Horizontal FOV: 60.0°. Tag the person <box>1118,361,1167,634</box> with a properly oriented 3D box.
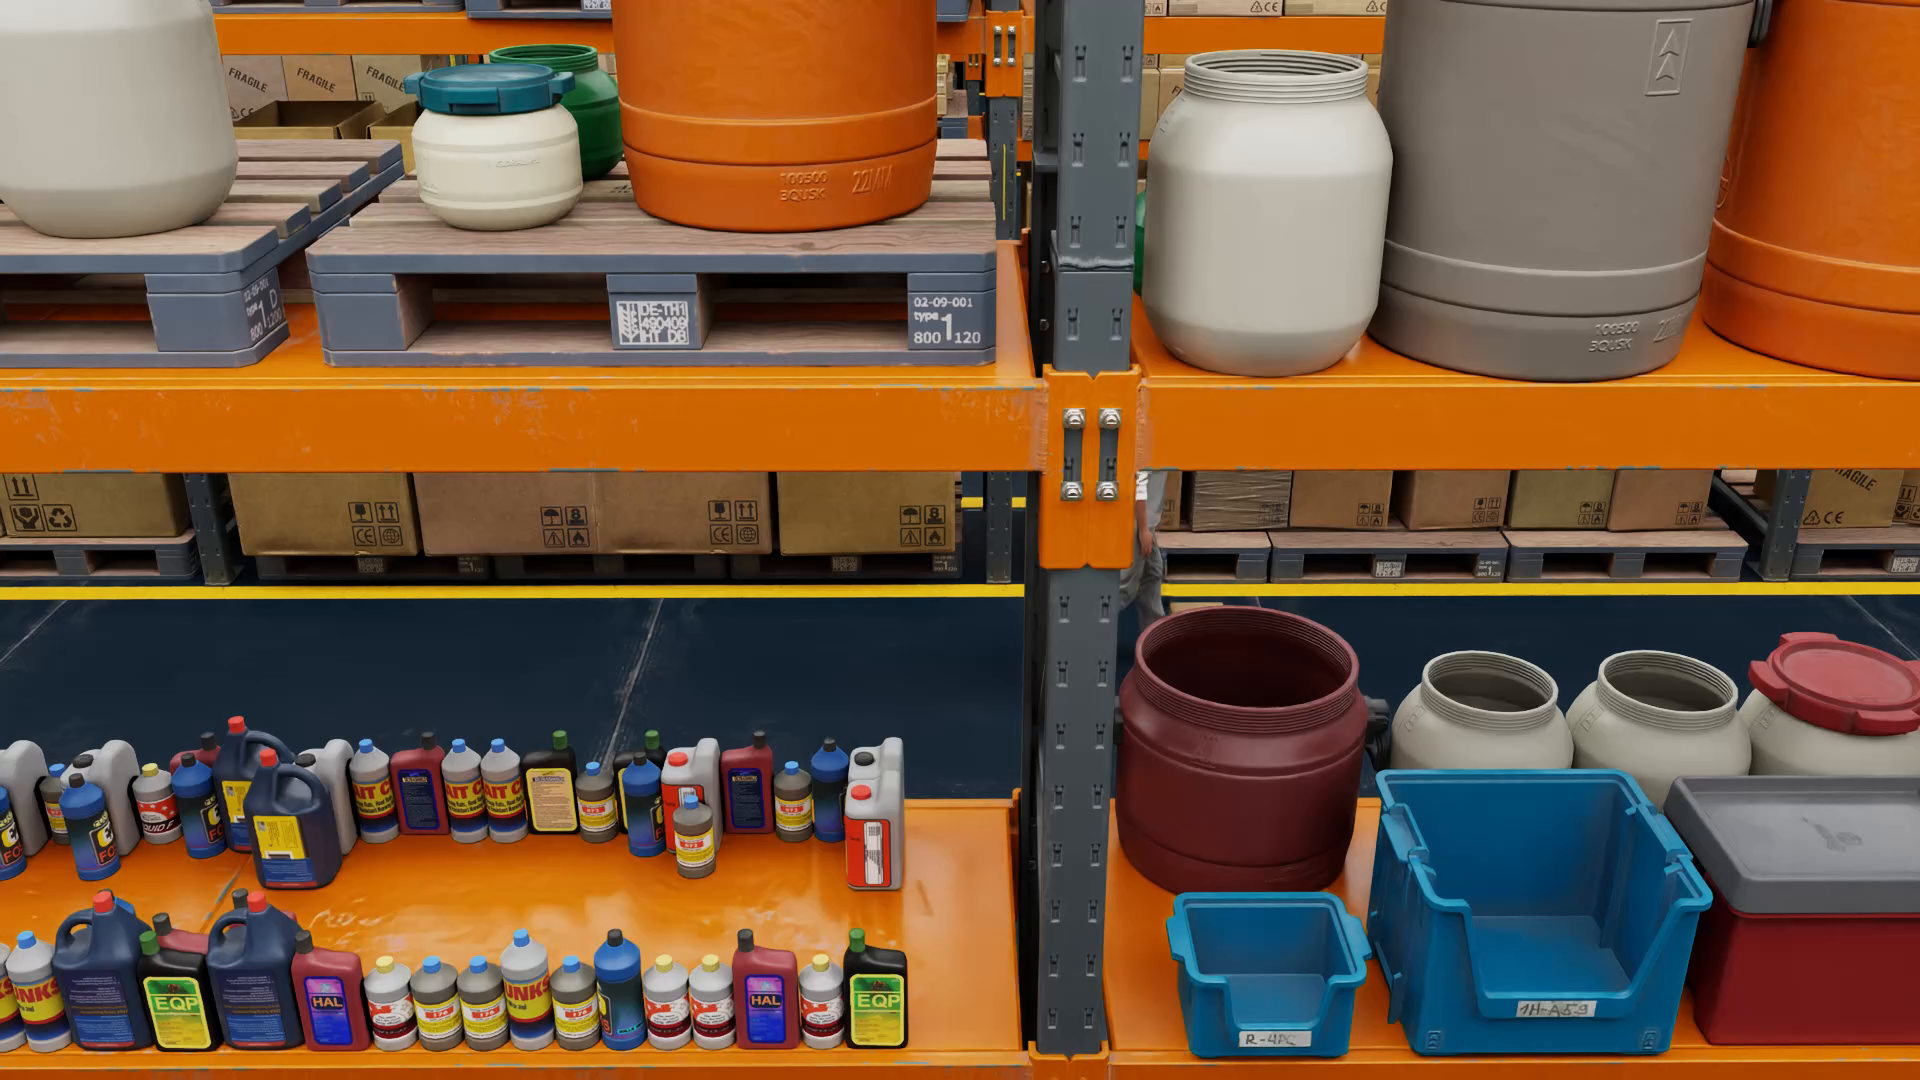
[{"bbox_3d":[0.760,-0.118,7.354,0.807,1.567,0.450,-3,25,-6],"label":"person"}]
